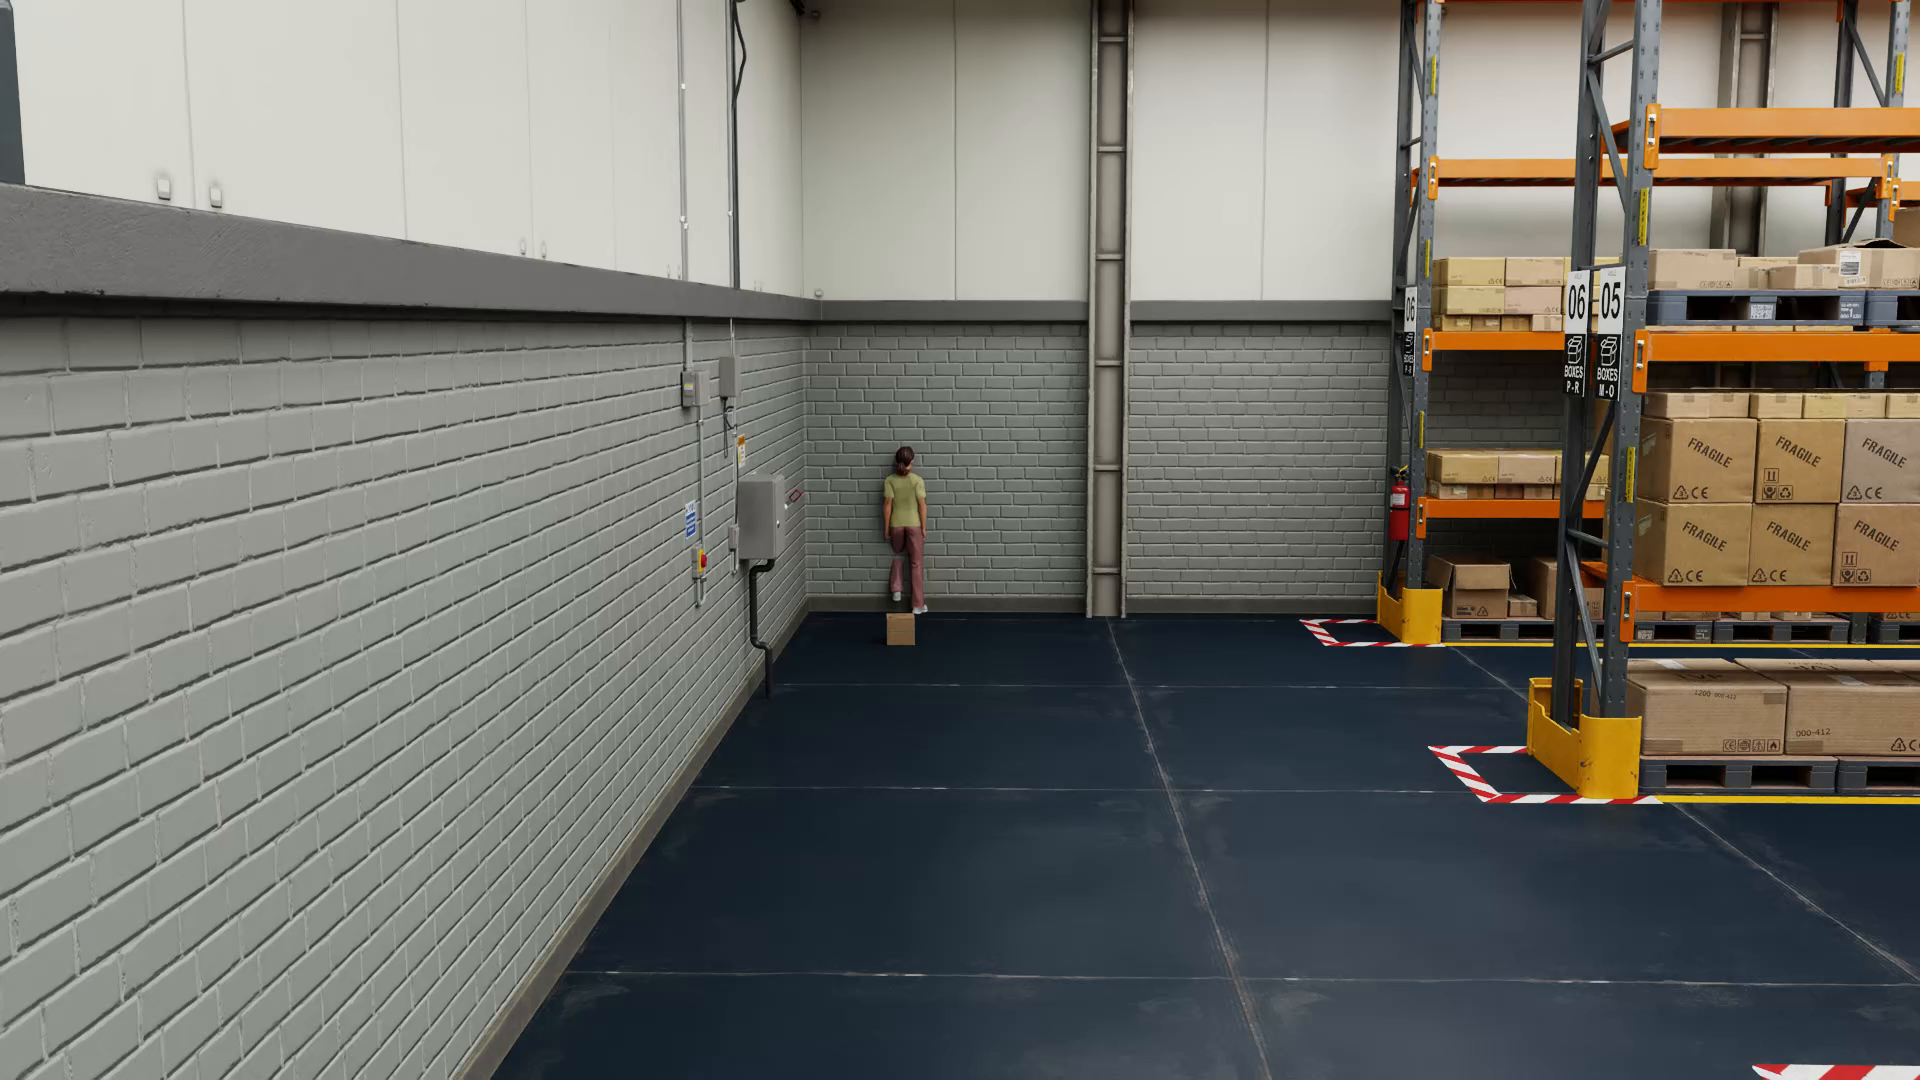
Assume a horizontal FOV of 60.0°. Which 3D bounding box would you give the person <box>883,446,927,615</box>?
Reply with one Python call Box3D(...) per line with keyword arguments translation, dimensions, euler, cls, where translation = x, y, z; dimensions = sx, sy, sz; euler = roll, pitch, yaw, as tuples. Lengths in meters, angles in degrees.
Box3D(translation=(-0.534, -0.103, 16.579), dimensions=(0.432, 1.673, 0.479), euler=(1, 7, 6), cls="person")
